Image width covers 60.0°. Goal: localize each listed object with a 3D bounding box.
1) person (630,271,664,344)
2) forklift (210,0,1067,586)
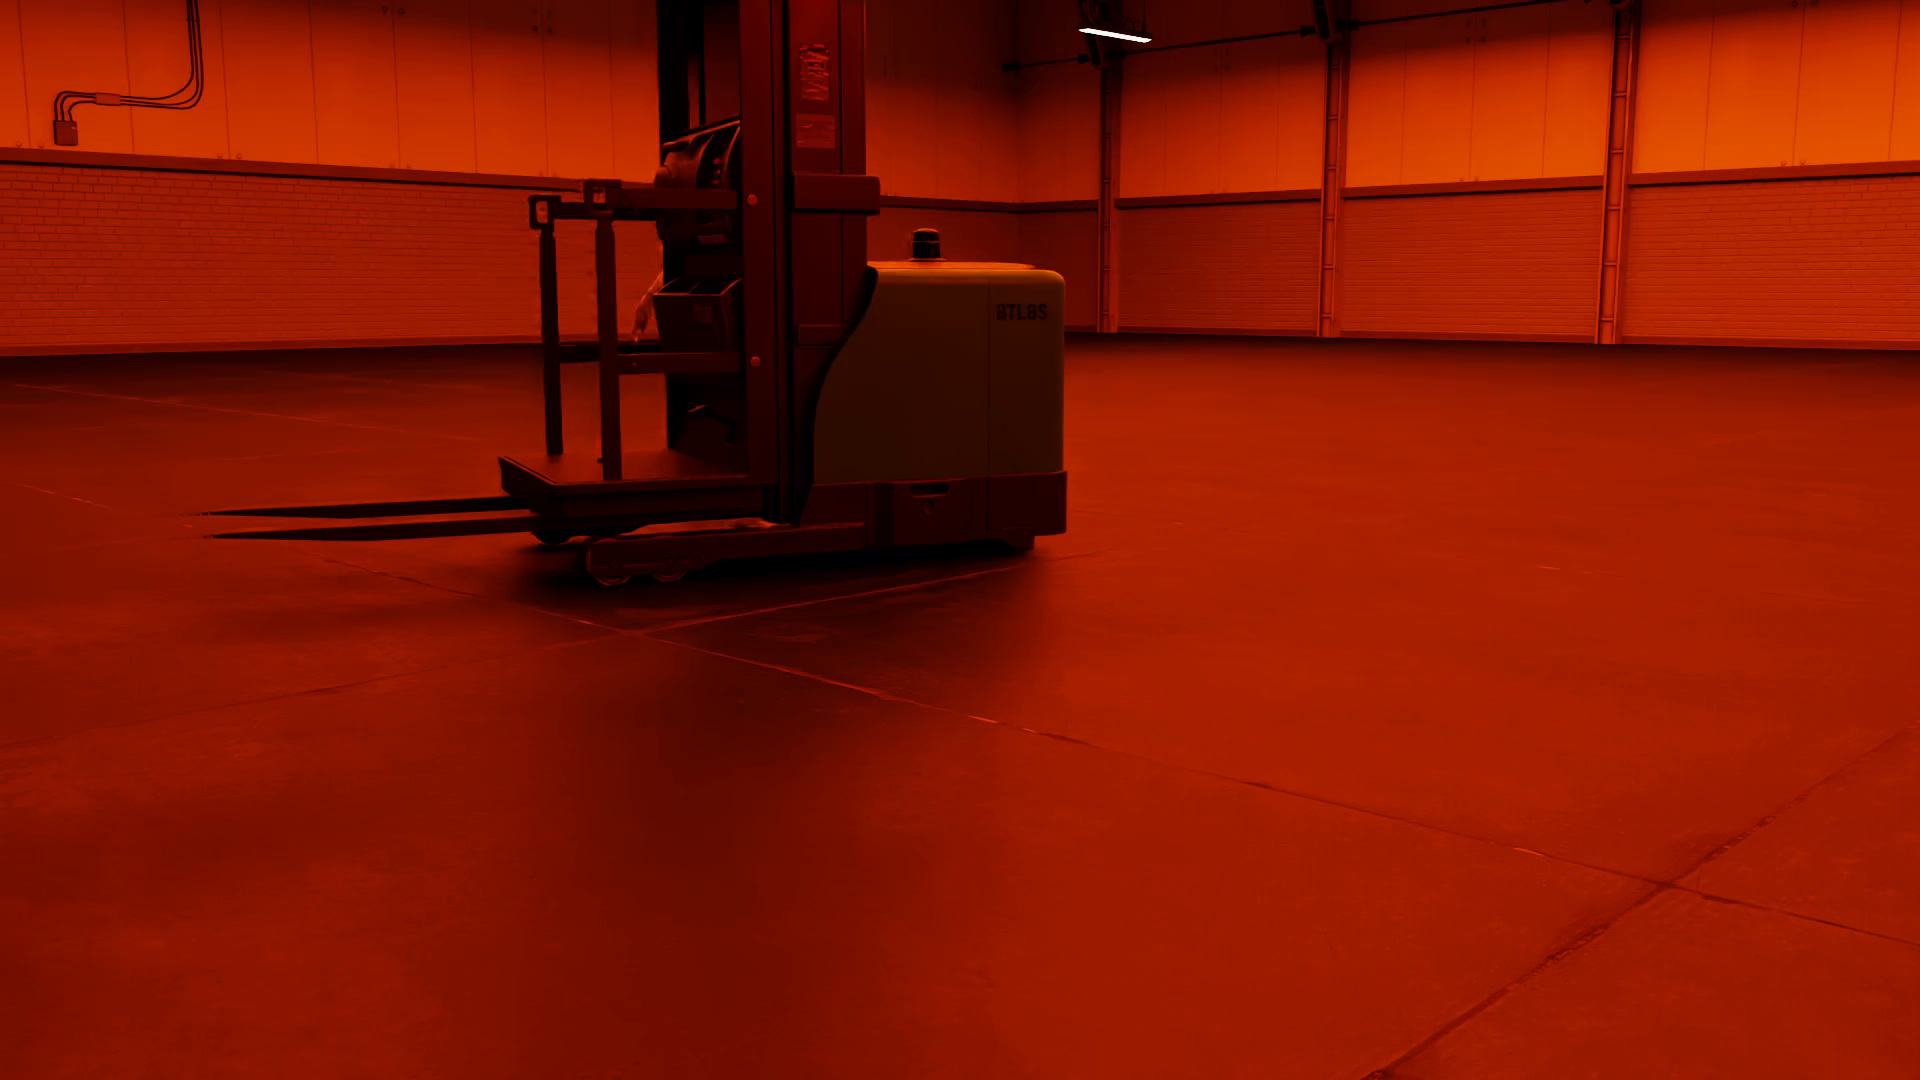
[{"bbox_3d":[-1.078,-0.866,7.176,0.879,1.584,0.668,3,9,22],"label":"person"},{"bbox_3d":[-1.148,-1.381,6.044,3.031,2.935,1.130,-4,9,-24],"label":"forklift"}]
